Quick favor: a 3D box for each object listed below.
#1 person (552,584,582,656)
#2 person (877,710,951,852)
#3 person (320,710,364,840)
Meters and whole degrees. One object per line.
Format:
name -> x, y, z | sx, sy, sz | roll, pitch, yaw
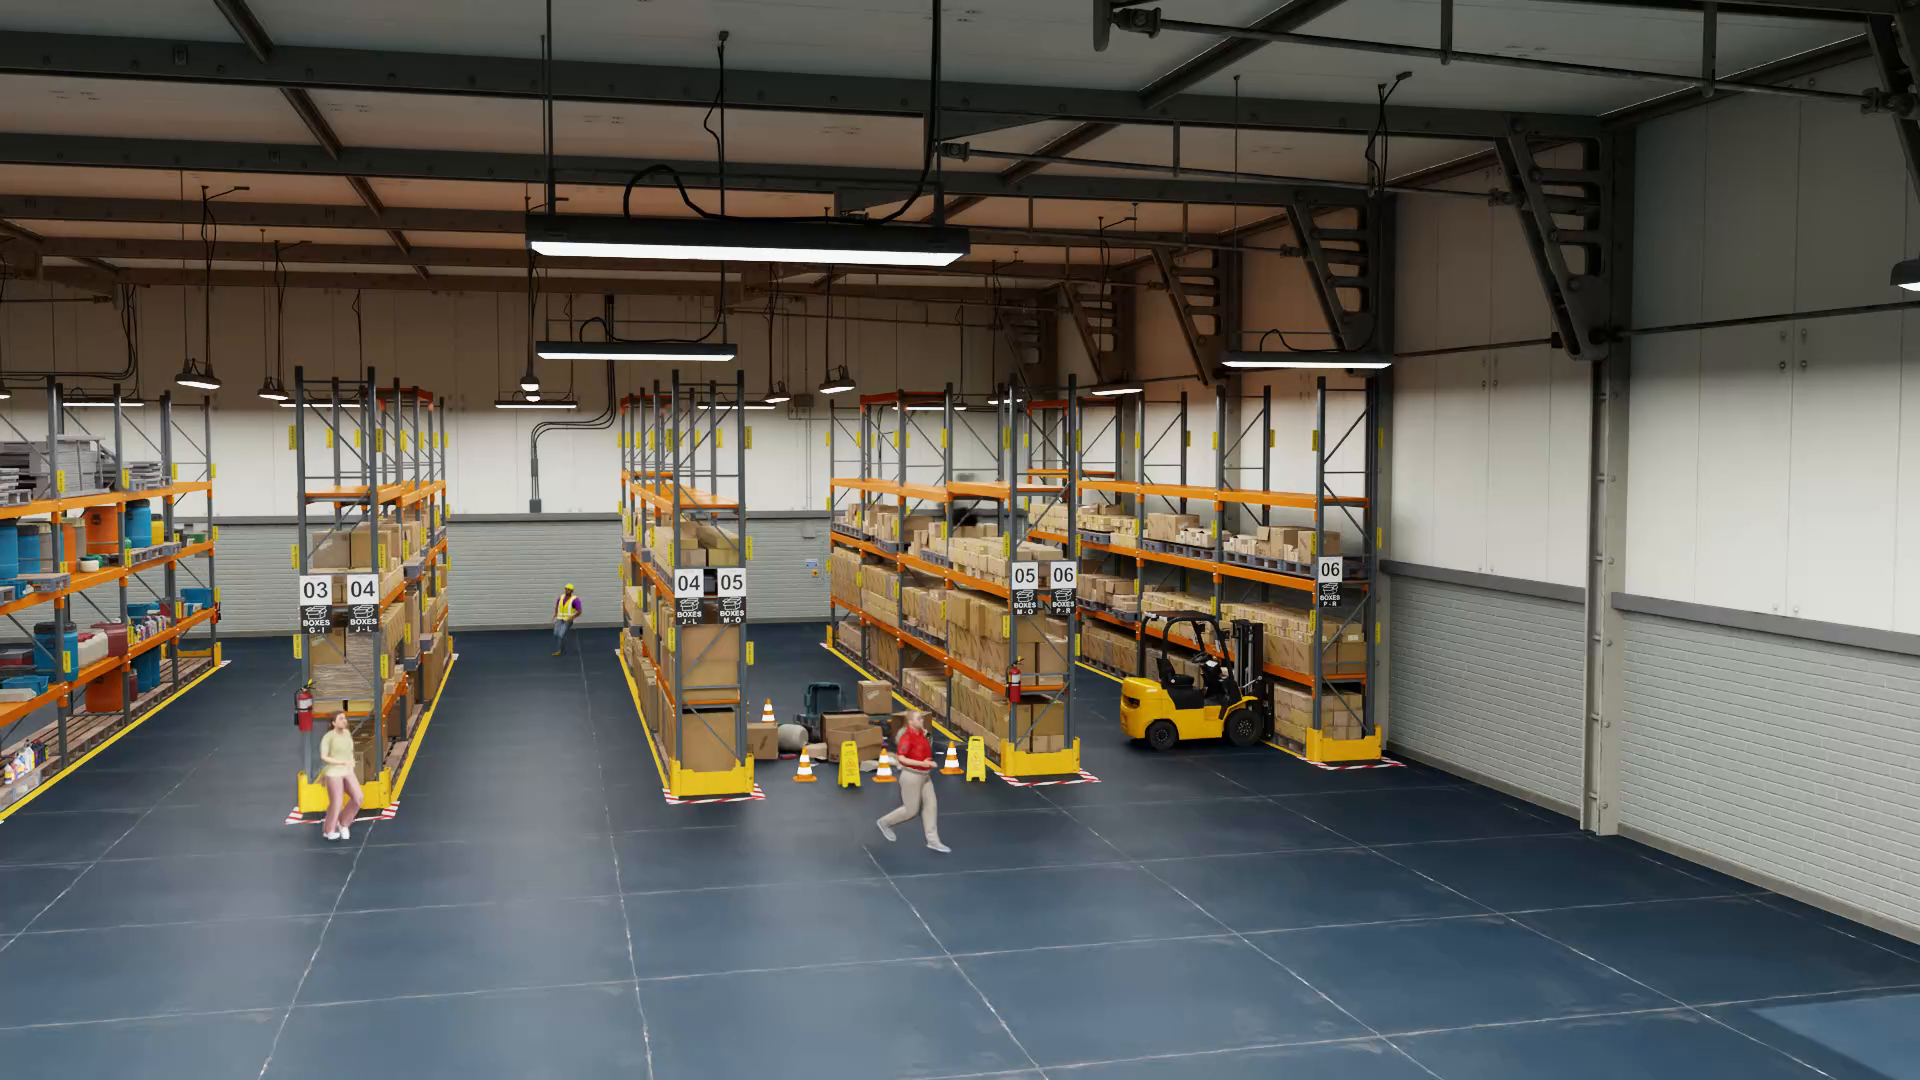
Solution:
person -> -9.152, 1.859, 38.602 | 0.747, 1.692, 0.534 | 1, 4, 16
person -> -0.555, 2.928, 20.284 | 0.954, 1.725, 0.664 | 2, 4, 26
person -> -7.712, 2.936, 20.752 | 0.622, 1.651, 0.594 | 2, 4, 30
